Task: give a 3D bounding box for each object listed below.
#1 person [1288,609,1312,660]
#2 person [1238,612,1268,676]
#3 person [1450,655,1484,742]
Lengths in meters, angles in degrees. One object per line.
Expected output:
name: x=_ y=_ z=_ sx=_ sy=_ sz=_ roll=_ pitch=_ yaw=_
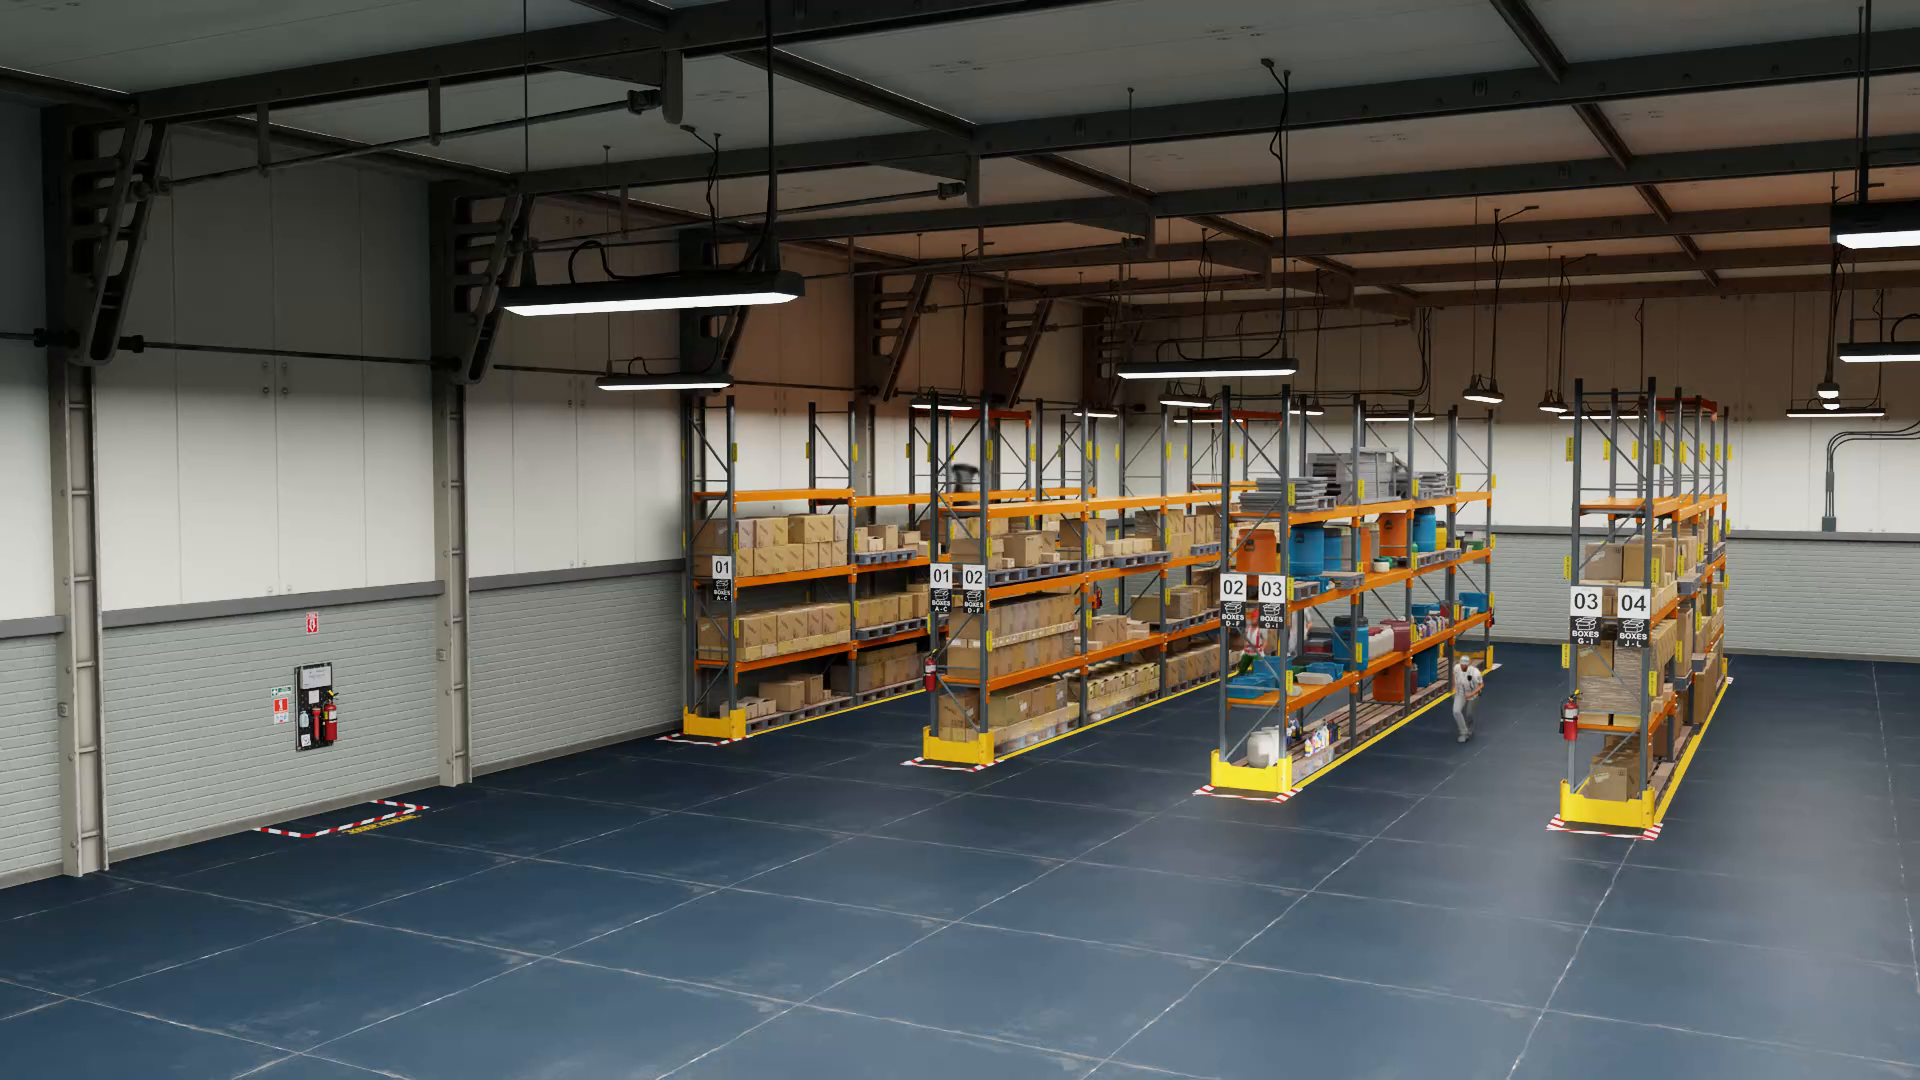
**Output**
person: x=7.643 y=2.141 z=37.528 sx=0.656 sy=1.730 sz=0.804 roll=2 pitch=3 yaw=30
person: x=5.943 y=2.336 z=33.908 sx=0.773 sy=1.751 sz=0.571 roll=3 pitch=4 yaw=42
person: x=8.837 y=2.720 z=28.926 sx=0.610 sy=1.513 sz=1.042 roll=2 pitch=3 yaw=29
